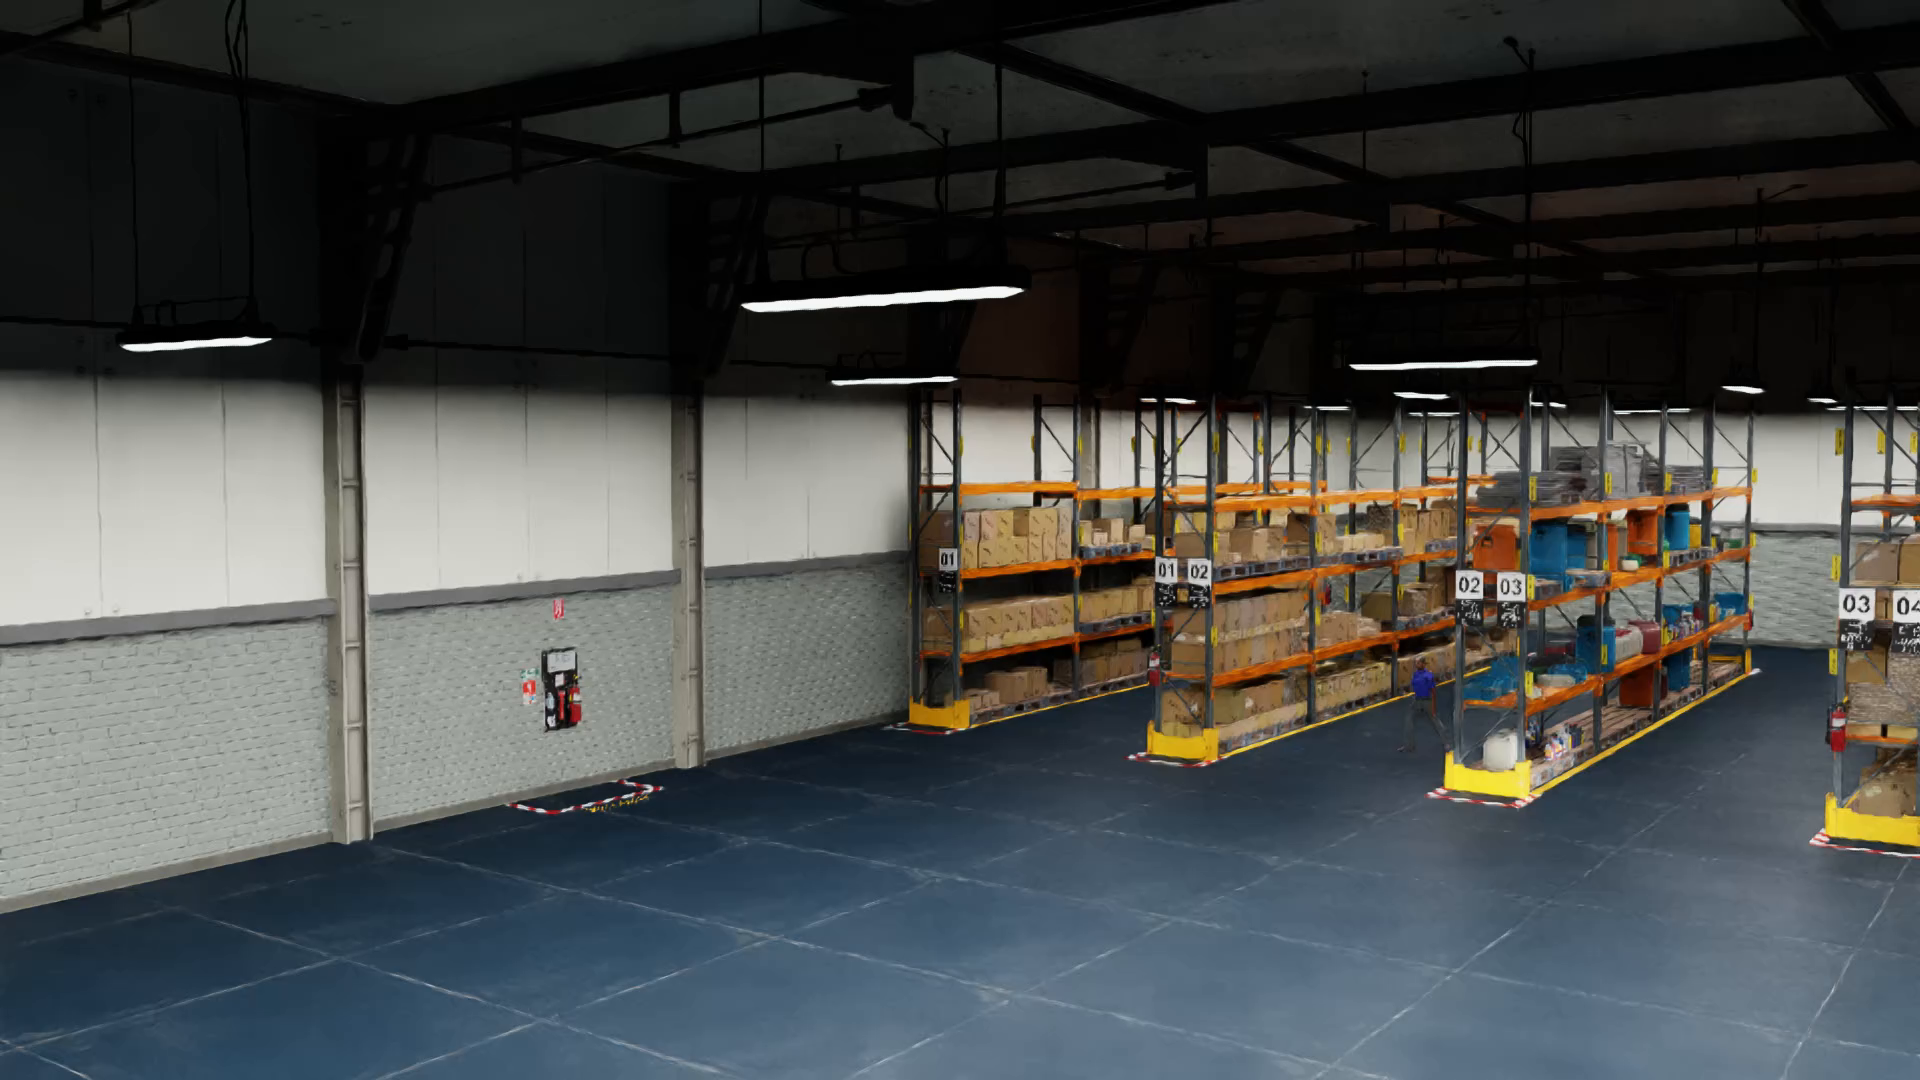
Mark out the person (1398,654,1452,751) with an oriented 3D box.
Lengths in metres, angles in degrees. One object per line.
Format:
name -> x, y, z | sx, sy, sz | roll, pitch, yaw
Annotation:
person -> 7.618, 2.661, 27.132 | 0.939, 1.578, 0.505 | -2, 4, -33
